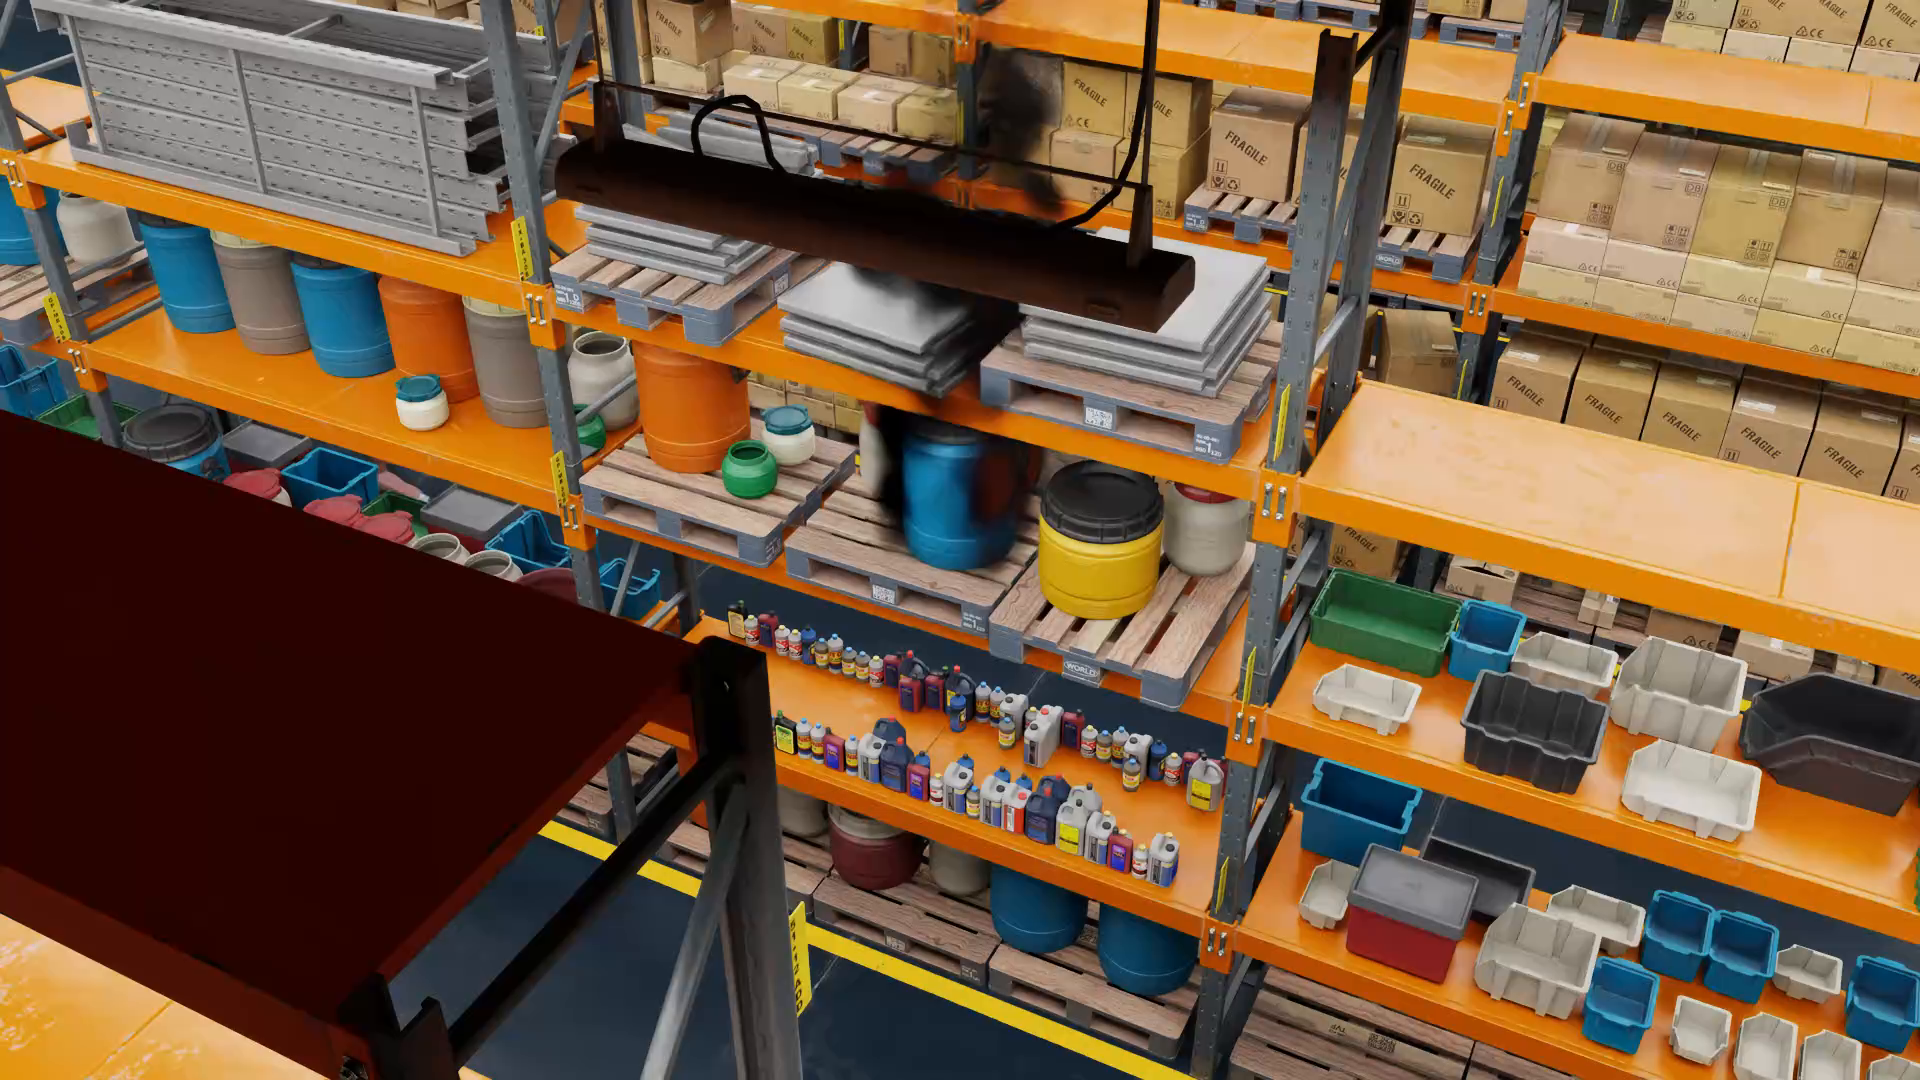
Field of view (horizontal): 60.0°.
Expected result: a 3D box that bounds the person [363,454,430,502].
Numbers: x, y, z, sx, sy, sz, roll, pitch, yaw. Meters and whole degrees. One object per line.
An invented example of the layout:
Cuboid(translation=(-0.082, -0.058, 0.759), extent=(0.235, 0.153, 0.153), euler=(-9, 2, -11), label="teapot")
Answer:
Cuboid(translation=(-4.745, -0.873, 13.693), extent=(0.783, 1.637, 0.609), euler=(12, 37, 16), label="person")
